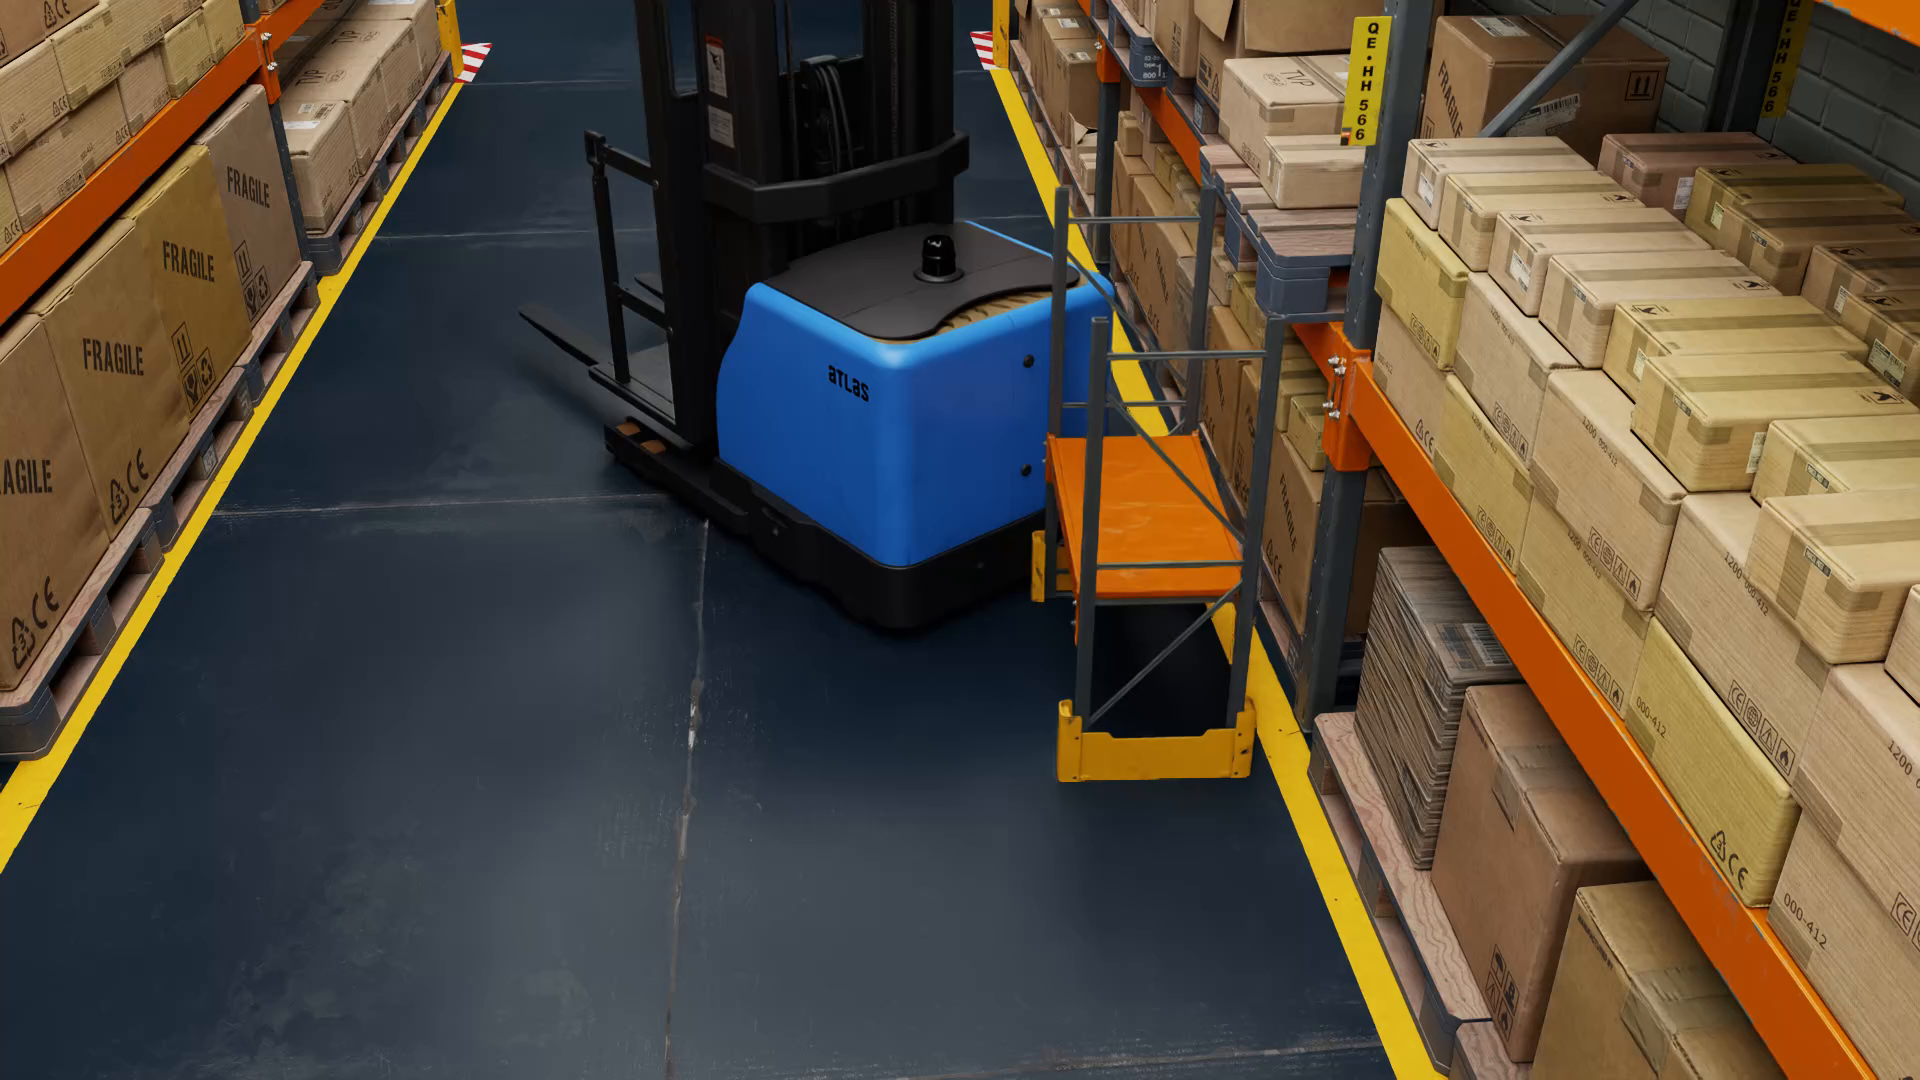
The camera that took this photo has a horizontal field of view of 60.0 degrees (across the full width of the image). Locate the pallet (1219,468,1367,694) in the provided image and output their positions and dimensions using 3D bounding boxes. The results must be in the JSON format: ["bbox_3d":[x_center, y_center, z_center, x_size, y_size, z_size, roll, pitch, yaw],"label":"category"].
[{"bbox_3d":[1.538,0.087,5.899,1.003,0.211,1.213,-3,31,-5],"label":"pallet"}]

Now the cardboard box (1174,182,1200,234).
[{"bbox_3d":[1.128,-1.422,7.102,0.380,0.149,0.250,-3,31,-5],"label":"cardboard box"}]

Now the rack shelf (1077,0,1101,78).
[{"bbox_3d":[1.009,-3.482,9.855,1.077,0.370,4.000,-3,31,-5],"label":"rack shelf"}]

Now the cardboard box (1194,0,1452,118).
[{"bbox_3d":[1.233,-1.776,5.789,0.797,0.503,0.637,-3,31,-6],"label":"cardboard box"}]

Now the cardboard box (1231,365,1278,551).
[{"bbox_3d":[1.280,-0.296,5.848,0.500,0.500,0.500,-3,31,-5],"label":"cardboard box"}]

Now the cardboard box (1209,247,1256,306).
[{"bbox_3d":[1.175,-1.031,6.447,0.380,0.149,0.250,-4,31,-7],"label":"cardboard box"}]

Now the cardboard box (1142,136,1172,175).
[{"bbox_3d":[1.068,-1.821,7.770,0.380,0.149,0.250,-4,31,-6],"label":"cardboard box"}]

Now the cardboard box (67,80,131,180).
[{"bbox_3d":[-3.325,-1.466,5.926,0.500,0.250,0.500,-3,31,-5],"label":"cardboard box"}]

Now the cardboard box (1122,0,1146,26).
[{"bbox_3d":[1.067,-2.471,6.954,0.700,0.500,0.500,-2,31,-4],"label":"cardboard box"}]

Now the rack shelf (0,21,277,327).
[{"bbox_3d":[-3.559,-1.200,6.035,1.077,0.370,4.000,-3,31,-5],"label":"rack shelf"}]

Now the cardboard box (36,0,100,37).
[{"bbox_3d":[-3.307,-1.999,5.598,0.500,0.500,0.500,-2,31,-4],"label":"cardboard box"}]

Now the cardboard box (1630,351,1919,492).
[{"bbox_3d":[1.437,-0.213,2.952,0.380,0.149,0.250,-2,31,-4],"label":"cardboard box"}]

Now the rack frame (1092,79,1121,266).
[{"bbox_3d":[1.196,-2.769,7.961,1.000,3.000,0.127,-3,31,-5],"label":"rack frame"}]

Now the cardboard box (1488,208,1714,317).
[{"bbox_3d":[1.382,-0.606,3.609,0.380,0.149,0.250,-2,31,-3],"label":"cardboard box"}]

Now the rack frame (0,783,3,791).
[{"bbox_3d":[-3.372,-0.487,4.141,1.000,3.000,0.127,-3,31,-5],"label":"rack frame"}]

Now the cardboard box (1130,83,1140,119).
[{"bbox_3d":[1.025,-2.090,7.929,0.380,0.149,0.250,-3,31,-5],"label":"cardboard box"}]

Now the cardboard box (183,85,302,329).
[{"bbox_3d":[-3.608,-1.485,7.474,0.875,0.875,0.875,-2,31,-3],"label":"cardboard box"}]

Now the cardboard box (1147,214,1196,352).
[{"bbox_3d":[1.119,-1.092,7.182,0.500,0.500,0.500,-4,31,-6],"label":"cardboard box"}]

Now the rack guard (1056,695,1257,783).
[{"bbox_3d":[0.588,0.599,5.003,0.587,0.250,0.087,-1,31,-2],"label":"rack guard"}]

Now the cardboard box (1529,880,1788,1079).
[{"bbox_3d":[1.746,1.108,3.376,0.875,0.625,0.625,-4,31,-7],"label":"cardboard box"}]

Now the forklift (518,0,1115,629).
[{"bbox_3d":[-0.789,-1.641,6.138,1.130,2.935,3.031,-23,38,-34],"label":"forklift"}]

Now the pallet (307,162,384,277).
[{"bbox_3d":[-3.739,-1.725,8.931,1.003,0.211,1.213,-3,31,-5],"label":"pallet"}]

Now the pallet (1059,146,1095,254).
[{"bbox_3d":[1.133,-1.923,9.264,1.003,0.211,1.213,-3,31,-5],"label":"pallet"}]

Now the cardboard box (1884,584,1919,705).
[{"bbox_3d":[1.542,0.179,2.295,0.380,0.149,0.250,-2,31,-4],"label":"cardboard box"}]

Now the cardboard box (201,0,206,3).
[{"bbox_3d":[-3.462,-2.466,7.113,0.500,0.250,0.500,-3,31,-5],"label":"cardboard box"}]

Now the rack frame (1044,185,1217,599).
[{"bbox_3d":[0.545,-0.448,5.538,0.500,1.500,0.032,-1,31,-2],"label":"rack frame"}]

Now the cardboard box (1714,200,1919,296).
[{"bbox_3d":[1.901,-0.629,3.648,0.380,0.149,0.250,-3,31,-5],"label":"cardboard box"}]

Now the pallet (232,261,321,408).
[{"bbox_3d":[-3.598,-0.942,7.622,1.003,0.211,1.213,-3,31,-5],"label":"pallet"}]

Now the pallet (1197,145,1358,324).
[{"bbox_3d":[1.437,-0.988,5.165,1.213,0.211,1.003,-3,31,-5],"label":"pallet"}]

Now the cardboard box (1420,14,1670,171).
[{"bbox_3d":[1.677,-1.221,4.861,0.500,0.500,0.500,-1,31,-2],"label":"cardboard box"}]

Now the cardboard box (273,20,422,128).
[{"bbox_3d":[-3.864,-2.853,10.191,0.875,0.438,0.875,-2,31,-3],"label":"cardboard box"}]

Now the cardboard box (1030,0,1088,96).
[{"bbox_3d":[0.826,-3.164,10.650,0.700,0.500,0.500,-2,31,-3],"label":"cardboard box"}]

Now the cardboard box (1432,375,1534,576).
[{"bbox_3d":[1.410,-0.168,3.752,0.500,0.250,0.500,-3,31,-6],"label":"cardboard box"}]

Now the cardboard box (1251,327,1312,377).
[{"bbox_3d":[1.234,-0.627,5.771,0.380,0.149,0.250,-4,31,-6],"label":"cardboard box"}]

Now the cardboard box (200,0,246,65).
[{"bbox_3d":[-3.453,-2.248,7.235,0.500,0.250,0.500,-3,31,-6],"label":"cardboard box"}]

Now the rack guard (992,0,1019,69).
[{"bbox_3d":[0.829,-3.700,11.956,1.175,0.500,0.348,-3,31,-5],"label":"rack guard"}]

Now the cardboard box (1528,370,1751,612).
[{"bbox_3d":[1.445,-0.115,3.177,0.500,0.250,0.500,-4,31,-6],"label":"cardboard box"}]

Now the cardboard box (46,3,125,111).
[{"bbox_3d":[-3.289,-1.687,5.808,0.500,0.250,0.500,-2,31,-4],"label":"cardboard box"}]

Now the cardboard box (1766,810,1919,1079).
[{"bbox_3d":[1.568,0.623,2.428,0.500,0.250,0.500,-3,31,-4],"label":"cardboard box"}]

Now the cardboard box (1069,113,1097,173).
[{"bbox_3d":[0.818,-2.229,9.313,0.396,0.266,0.258,-2,31,-3],"label":"cardboard box"}]

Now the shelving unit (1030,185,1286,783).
[{"bbox_3d":[0.566,-0.193,5.110,0.587,1.500,1.083,-1,31,-2],"label":"shelving unit"}]

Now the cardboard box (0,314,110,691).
[{"bbox_3d":[-3.354,-0.112,5.175,0.875,0.875,0.875,-3,31,-5],"label":"cardboard box"}]
